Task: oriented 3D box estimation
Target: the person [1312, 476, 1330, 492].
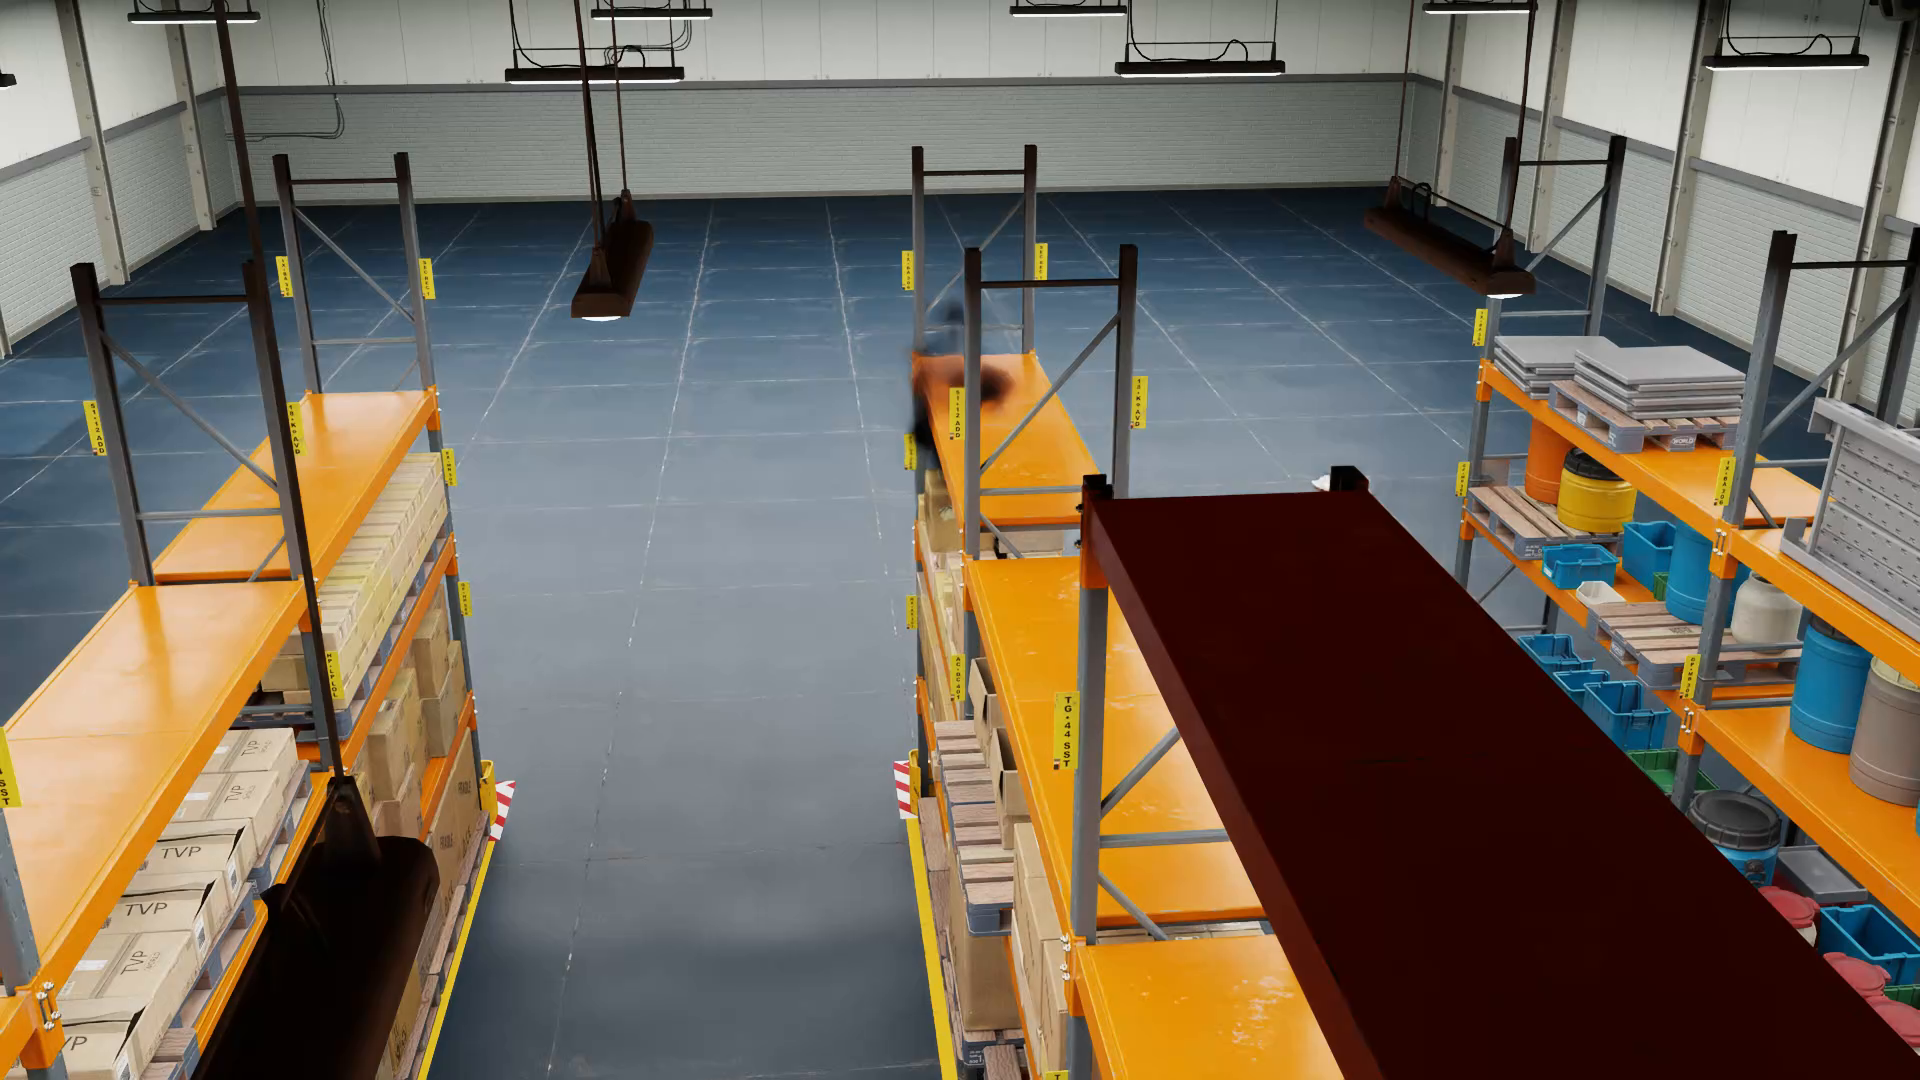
[{"bbox_3d":[4.054,0.071,19.095,0.591,1.730,0.644,4,22,11],"label":"person"}]
